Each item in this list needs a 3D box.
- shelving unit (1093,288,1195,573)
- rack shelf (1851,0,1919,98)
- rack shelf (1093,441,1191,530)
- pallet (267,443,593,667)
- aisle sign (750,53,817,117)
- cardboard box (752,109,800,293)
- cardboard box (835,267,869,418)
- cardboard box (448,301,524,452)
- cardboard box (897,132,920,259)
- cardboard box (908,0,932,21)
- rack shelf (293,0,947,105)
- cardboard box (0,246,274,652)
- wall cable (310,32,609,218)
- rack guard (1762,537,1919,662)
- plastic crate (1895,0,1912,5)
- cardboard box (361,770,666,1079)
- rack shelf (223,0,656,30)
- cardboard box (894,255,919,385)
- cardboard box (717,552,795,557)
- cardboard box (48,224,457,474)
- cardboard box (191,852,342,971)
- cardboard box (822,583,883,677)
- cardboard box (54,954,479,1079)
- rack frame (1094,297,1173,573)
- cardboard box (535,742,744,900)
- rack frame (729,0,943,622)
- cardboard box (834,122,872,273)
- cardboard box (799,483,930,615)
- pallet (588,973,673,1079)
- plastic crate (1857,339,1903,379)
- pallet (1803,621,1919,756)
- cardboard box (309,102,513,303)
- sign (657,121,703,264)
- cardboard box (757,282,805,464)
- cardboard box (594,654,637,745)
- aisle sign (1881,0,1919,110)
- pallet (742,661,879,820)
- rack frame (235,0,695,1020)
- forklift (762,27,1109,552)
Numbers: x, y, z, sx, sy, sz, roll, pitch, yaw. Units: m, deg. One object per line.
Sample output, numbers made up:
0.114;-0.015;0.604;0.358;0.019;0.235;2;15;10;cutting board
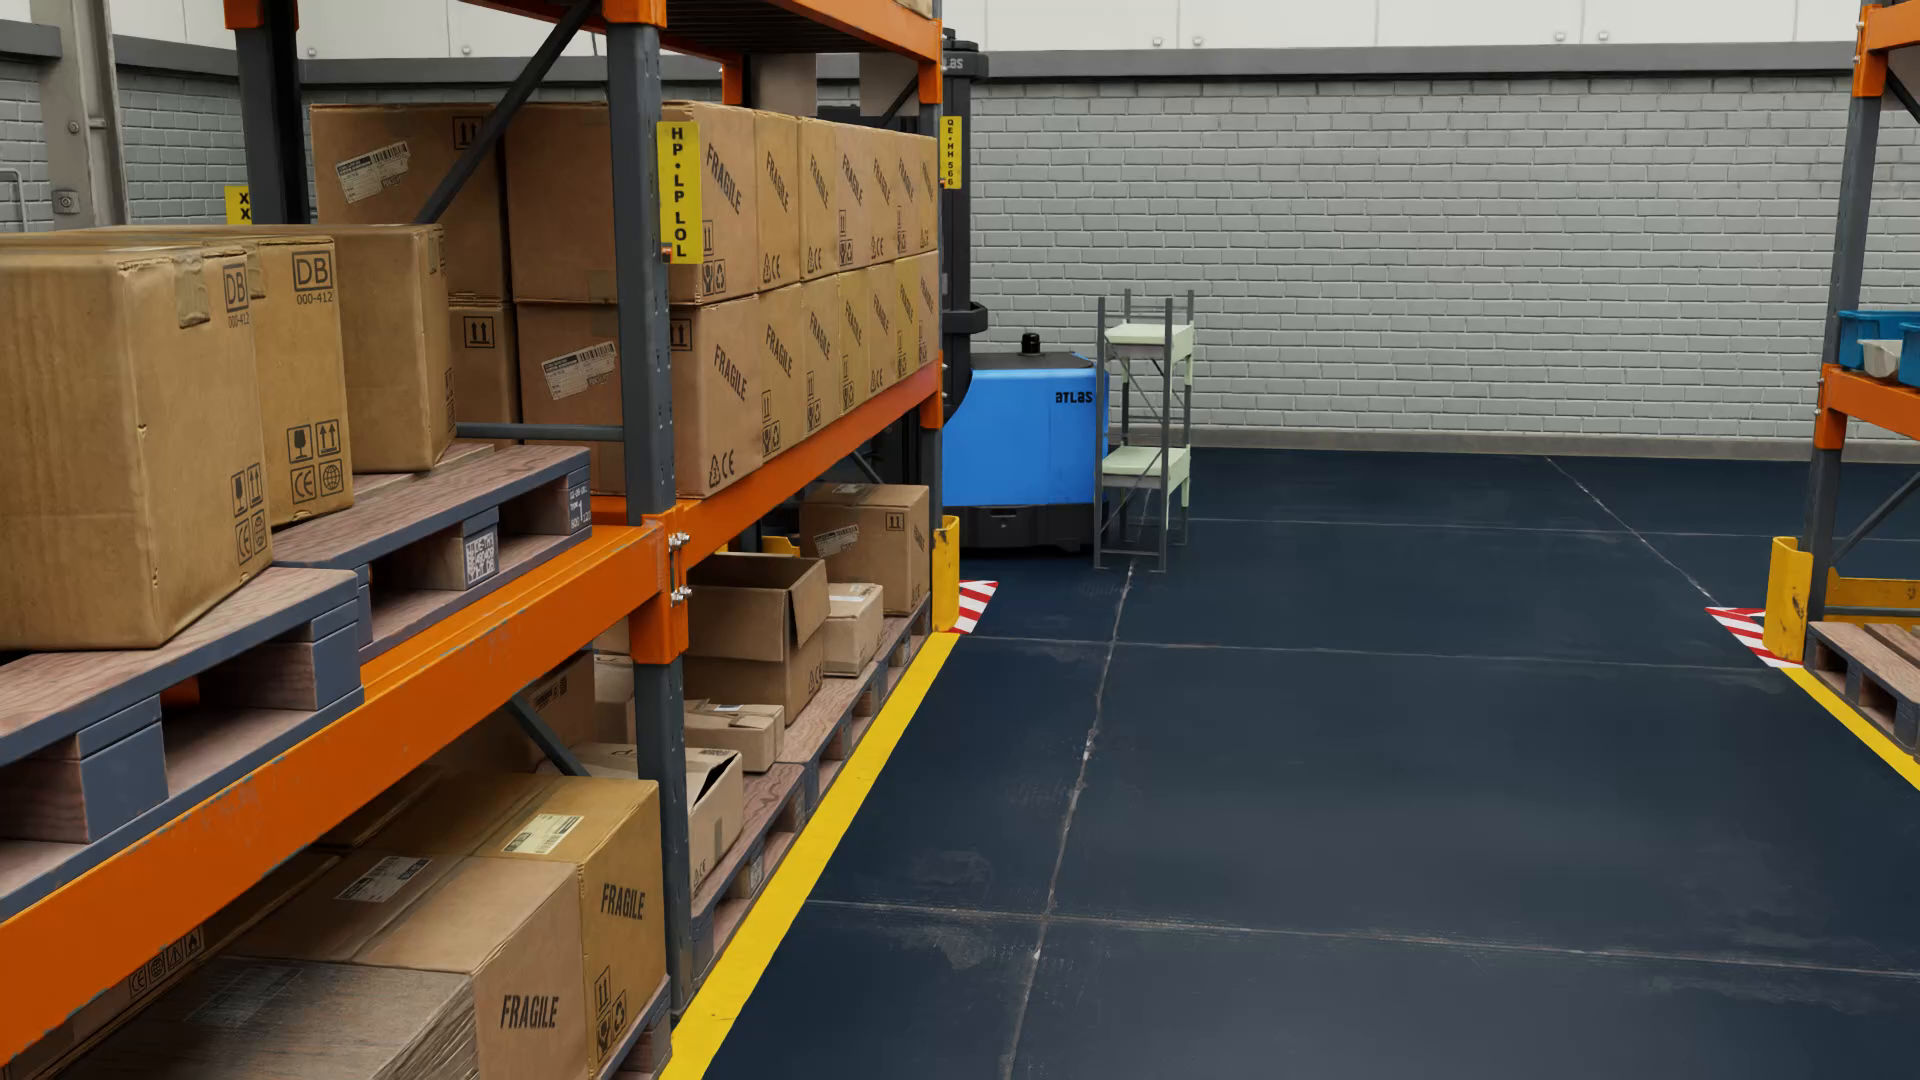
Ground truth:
1.043;-0.637;9.391;0.431;1.500;0.755;4;13;16;shelving unit
3.998;-1.632;5.035;1.077;0.370;4.000;2;12;9;rack shelf
1.043;-0.319;9.460;0.431;0.370;0.720;4;13;16;rack shelf
-1.434;-0.006;3.356;1.003;0.211;1.213;2;12;9;pallet
-0.868;-2.390;7.792;0.394;0.787;0.004;2;12;9;aisle sign
-0.774;-0.997;4.887;0.500;0.500;0.500;1;12;7;cardboard box
-0.624;-0.725;6.002;0.500;0.500;0.500;2;12;8;cardboard box
-1.380;-0.424;4.603;0.500;0.500;0.500;2;12;10;cardboard box
-0.462;-1.426;6.880;0.500;0.500;0.500;2;12;10;cardboard box
-0.407;-2.373;7.119;0.500;0.250;0.500;2;12;9;cardboard box
-0.896;-1.794;5.783;1.077;0.370;4.000;2;12;9;rack shelf
-1.414;-0.147;2.321;0.700;0.500;0.500;-1;12;-6;cardboard box
-4.261;-3.835;13.801;3.097;2.526;0.112;2;12;9;wall cable
4.296;0.283;7.496;1.175;0.500;0.348;2;12;9;rack guard
3.971;-2.265;6.575;0.497;0.269;0.590;2;12;9;plastic crate
-0.996;0.856;3.789;0.500;0.500;0.500;2;12;8;cardboard box
-1.511;-0.961;1.920;1.077;0.370;4.000;2;12;9;rack shelf
-0.465;-0.934;6.970;0.500;0.500;0.500;2;12;9;cardboard box
-0.992;0.159;7.857;0.380;0.149;0.250;2;12;9;cardboard box
-1.497;-0.425;3.613;0.700;0.500;0.500;-2;12;-10;cardboard box
-1.590;0.949;3.361;0.500;0.500;0.500;2;12;9;cardboard box
-0.604;0.352;6.723;0.500;0.250;0.500;2;12;9;cardboard box
-1.158;1.063;2.828;0.500;0.500;0.500;2;12;9;cardboard box
0.938;-0.564;9.048;0.400;1.500;0.023;4;13;16;rack frame
-0.925;0.756;4.702;0.500;0.311;0.500;2;12;9;cardboard box
-0.588;-1.095;7.955;1.000;3.000;0.127;2;12;9;rack frame
-0.616;-1.211;5.883;0.500;0.500;0.500;2;12;10;cardboard box
-0.428;0.033;7.610;0.500;0.500;0.500;2;12;9;cardboard box
-1.291;1.271;3.594;1.003;0.211;1.213;2;12;9;pallet
3.811;-0.730;6.742;0.250;0.136;0.298;2;12;9;plastic crate
4.140;0.600;6.710;1.003;0.211;1.213;2;12;9;pallet
-1.381;-0.914;4.503;0.500;0.500;0.500;2;12;9;cardboard box
-0.654;-0.811;3.890;0.100;0.325;0.005;2;12;9;sign
-0.780;-0.515;5.028;0.500;0.500;0.500;2;12;10;cardboard box
-1.281;0.553;5.646;0.500;0.311;0.500;2;12;9;cardboard box
4.023;-2.229;7.047;0.394;0.787;0.004;2;12;9;aisle sign
-0.912;0.703;6.231;1.003;0.211;1.213;2;12;9;pallet
-1.203;-0.263;4.092;1.000;3.000;0.127;2;12;9;rack frame
-0.692;-1.414;9.596;3.031;2.935;1.130;-1;12;-7;forklift
